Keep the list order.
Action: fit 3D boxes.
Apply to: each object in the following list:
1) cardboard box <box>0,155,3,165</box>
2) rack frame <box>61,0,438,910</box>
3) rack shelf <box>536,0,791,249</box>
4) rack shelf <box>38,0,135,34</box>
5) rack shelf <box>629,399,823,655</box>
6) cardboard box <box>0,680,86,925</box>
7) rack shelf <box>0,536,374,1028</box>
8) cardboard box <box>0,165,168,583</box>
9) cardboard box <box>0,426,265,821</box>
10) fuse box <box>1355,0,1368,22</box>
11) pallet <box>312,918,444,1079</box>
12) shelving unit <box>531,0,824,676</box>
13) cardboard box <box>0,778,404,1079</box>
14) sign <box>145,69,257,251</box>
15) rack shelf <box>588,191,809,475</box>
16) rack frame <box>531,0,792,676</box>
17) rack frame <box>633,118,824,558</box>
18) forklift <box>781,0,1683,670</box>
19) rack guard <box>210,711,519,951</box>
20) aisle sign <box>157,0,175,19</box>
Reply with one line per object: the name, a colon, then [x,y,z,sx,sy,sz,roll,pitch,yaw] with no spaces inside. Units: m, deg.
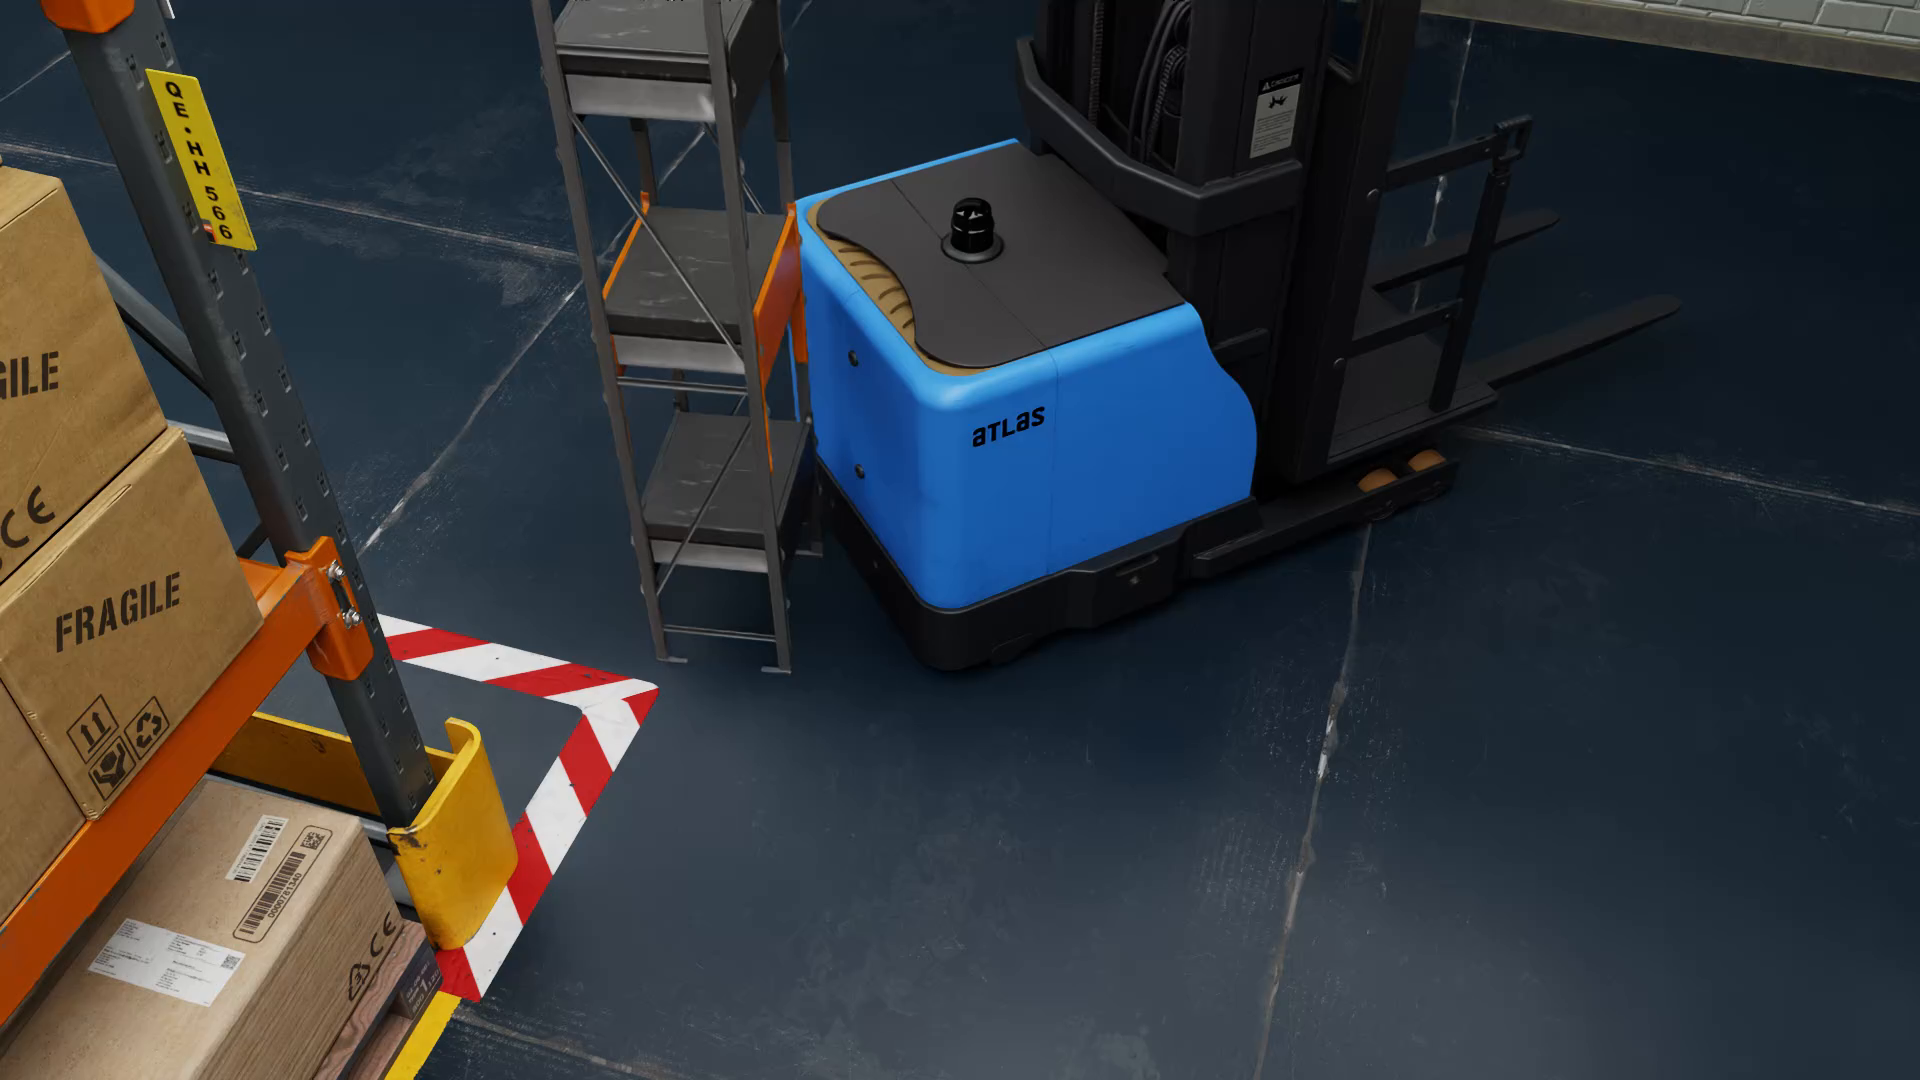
cardboard box: [-1.682,-0.591,2.459,0.380,0.149,0.250,13,46,13]
rack frame: [-1.764,-0.247,3.358,1.000,3.000,0.127,13,46,13]
rack shelf: [-0.658,-1.038,3.829,0.431,0.518,0.480,5,45,5]
rack shelf: [-2.370,0.271,1.198,1.077,0.370,4.000,13,46,13]
rack shelf: [-0.658,-0.038,4.808,0.431,0.518,0.480,5,45,5]
cardboard box: [-1.824,0.426,2.599,0.500,0.500,0.500,12,46,12]
rack shelf: [-2.370,1.343,2.247,1.077,0.370,4.000,13,46,13]
cardboard box: [-1.683,-0.269,2.593,0.500,0.500,0.500,14,46,14]
cardboard box: [-1.658,0.095,2.937,0.500,0.500,0.500,13,46,13]
fuse box: [1.879,-3.008,7.101,0.539,1.711,0.414,13,46,13]
pallet: [-1.932,1.299,3.772,1.003,0.211,1.213,13,46,13]
shelving unit: [-0.658,-0.548,4.309,0.431,2.100,0.503,5,45,5]
cardboard box: [-1.869,0.980,3.636,0.875,0.438,0.875,11,45,11]
sign: [-1.251,-0.622,2.743,0.100,0.325,0.005,13,46,13]
rack shelf: [-0.658,-0.538,4.318,0.431,0.518,0.480,5,45,5]
rack frame: [-0.689,-0.379,4.136,0.400,2.100,0.015,5,45,5]
rack frame: [-0.626,-0.717,4.482,0.400,2.100,0.015,5,45,5]
forklift: [1.019,-1.417,4.602,3.031,2.935,1.130,-20,48,-20]
rack guard: [-1.757,0.630,4.249,1.175,0.500,0.348,13,46,13]
aisle sign: [-1.447,-1.159,2.431,0.394,0.787,0.004,13,46,13]
